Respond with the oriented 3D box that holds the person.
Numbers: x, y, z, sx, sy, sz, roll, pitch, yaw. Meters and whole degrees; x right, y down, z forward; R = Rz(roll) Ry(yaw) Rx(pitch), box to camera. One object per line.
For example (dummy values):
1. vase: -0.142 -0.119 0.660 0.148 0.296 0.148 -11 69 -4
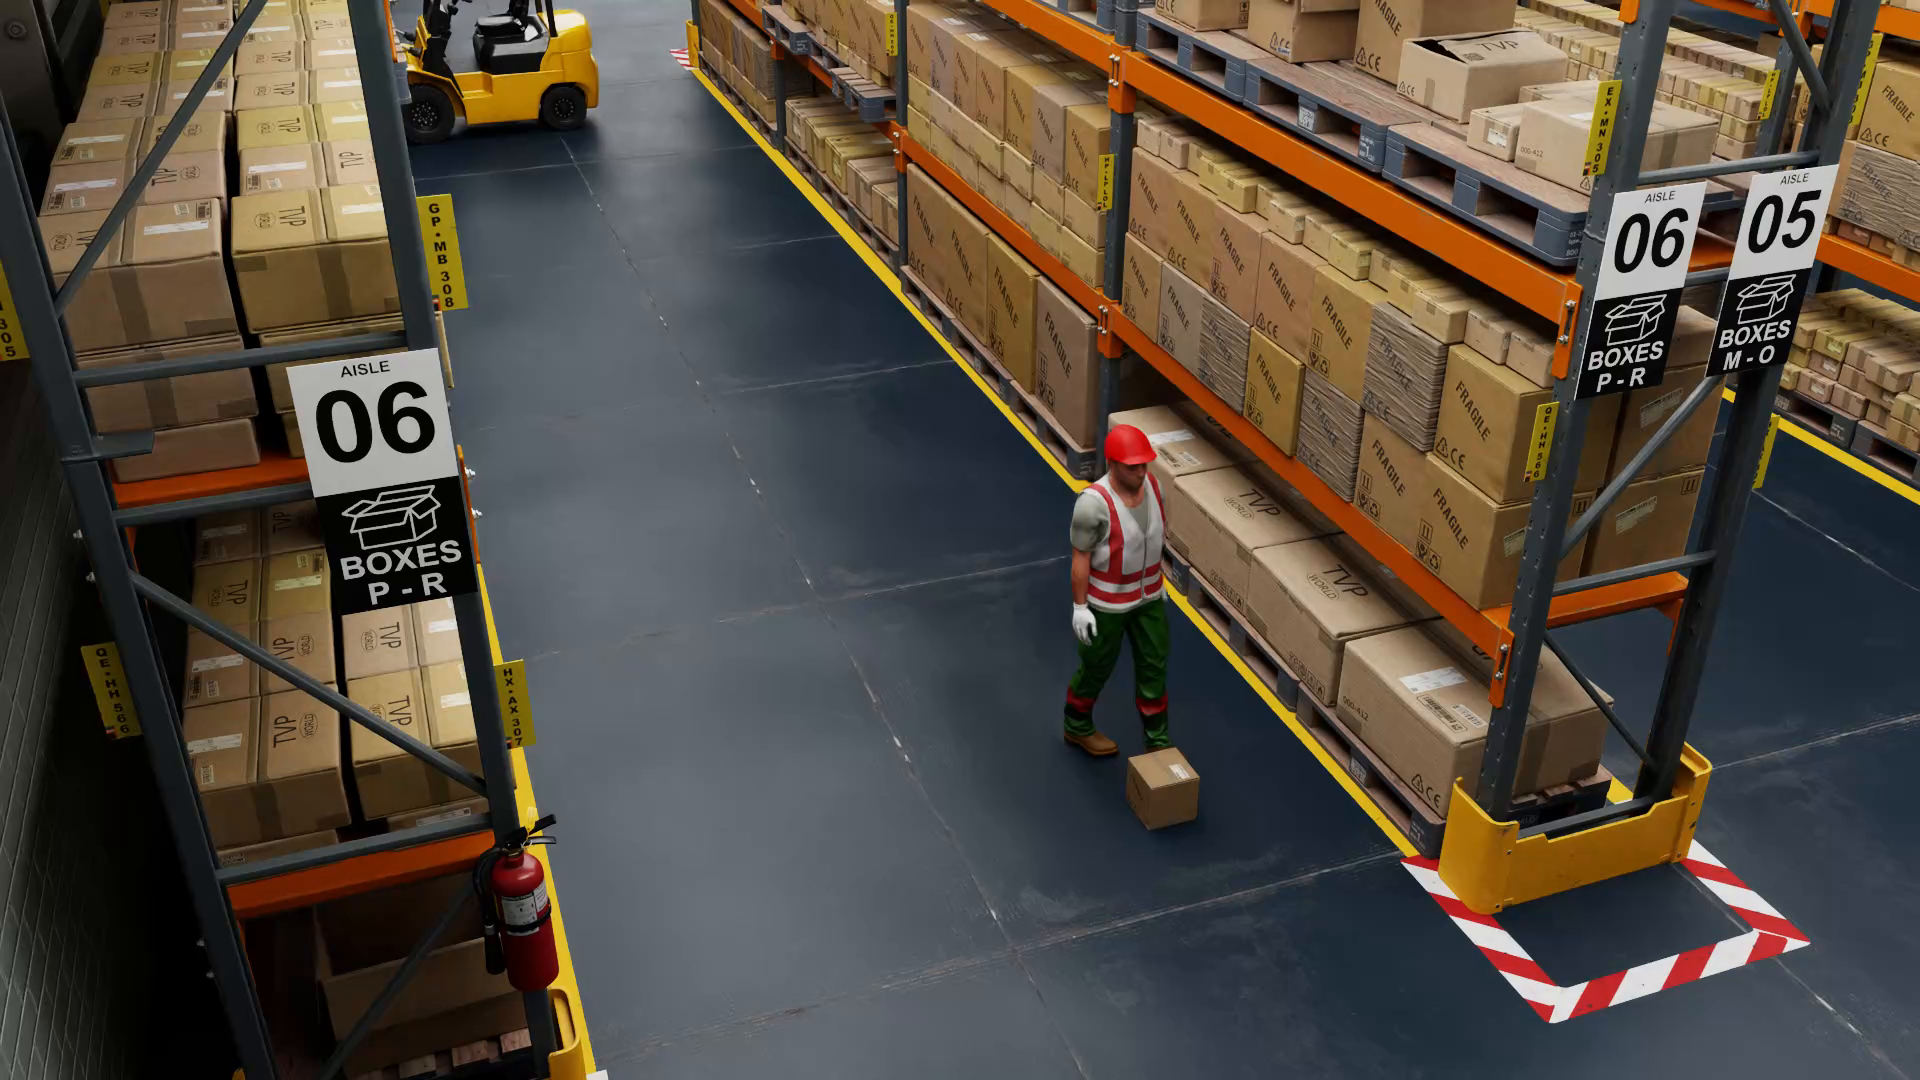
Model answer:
1. person: 0.824 0.303 7.784 0.577 1.785 0.648 -19 35 -30
